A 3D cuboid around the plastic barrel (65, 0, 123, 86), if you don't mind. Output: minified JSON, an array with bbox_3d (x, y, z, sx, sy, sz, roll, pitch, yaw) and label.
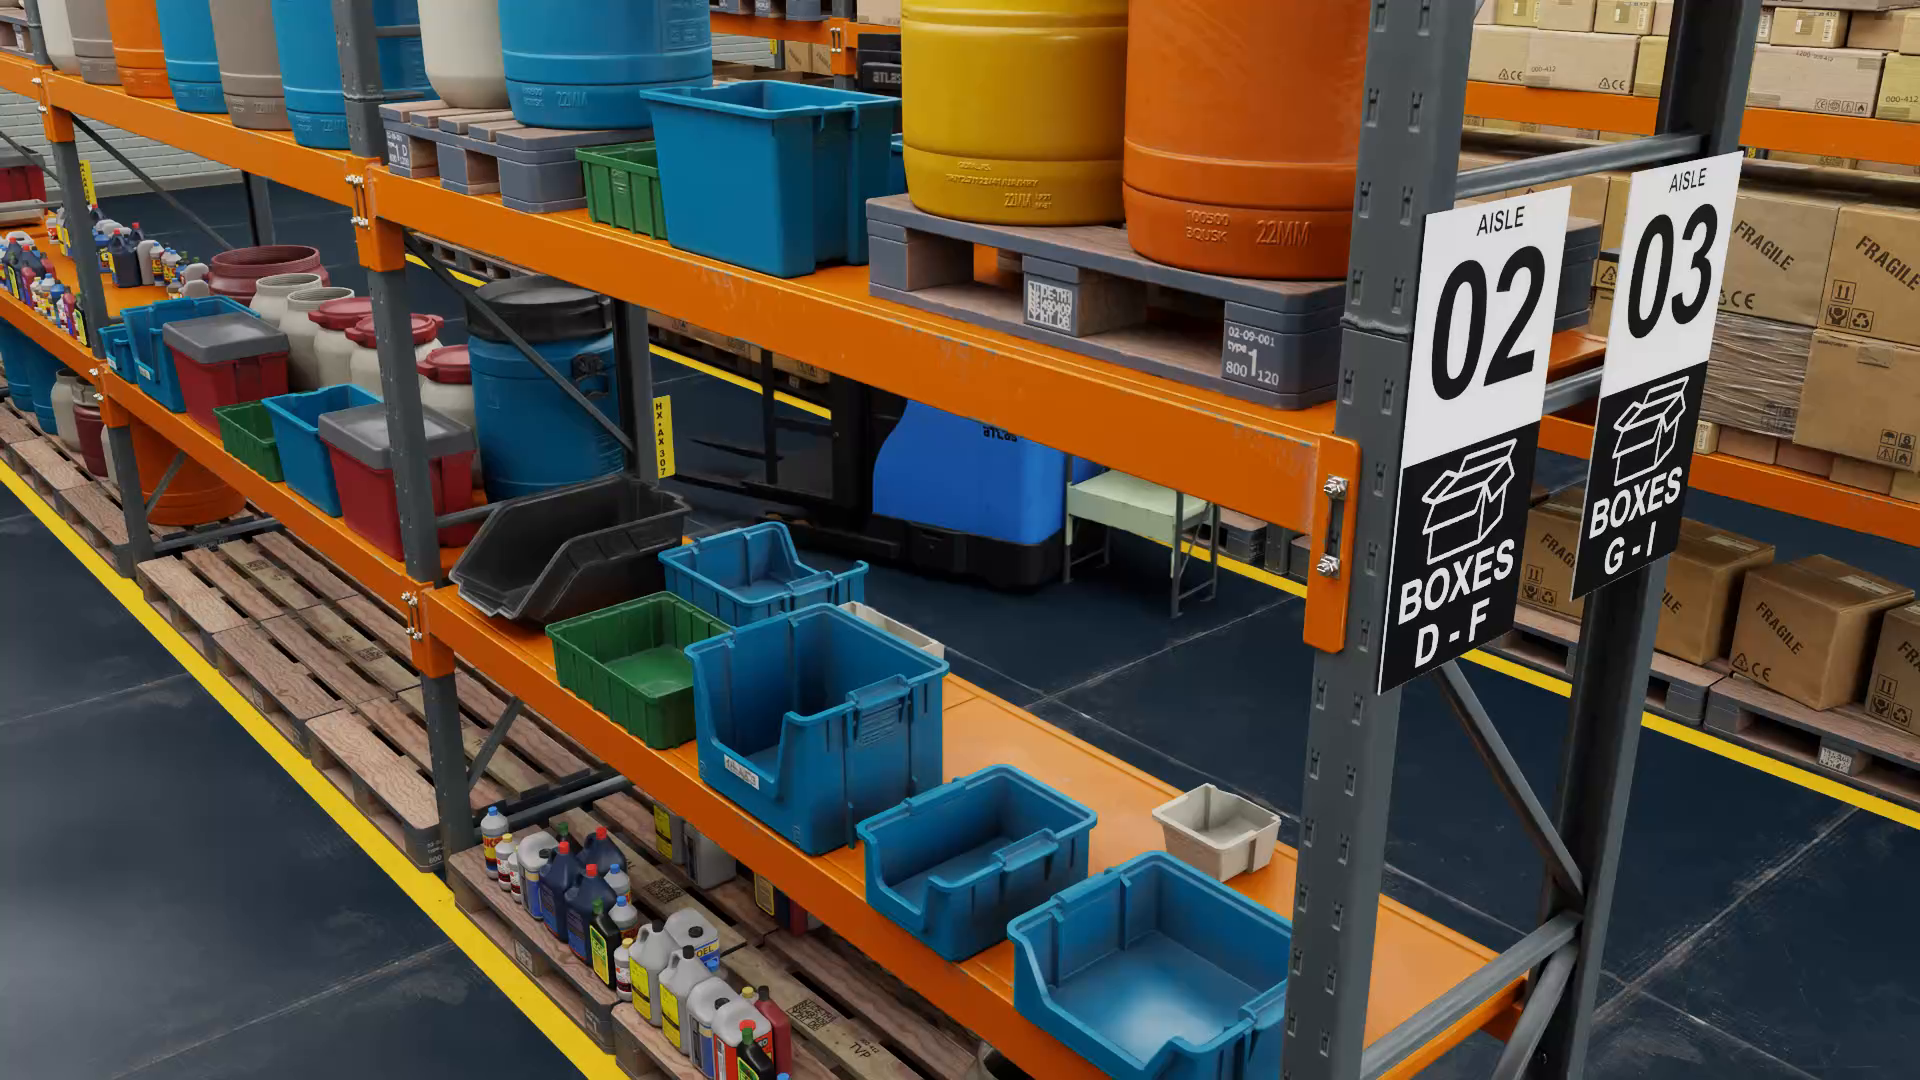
[{"bbox_3d":[-3.834,-2.601,7.711,0.600,0.901,0.600,0,21,0],"label":"plastic barrel"}]

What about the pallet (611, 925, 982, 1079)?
[{"bbox_3d":[-0.388,1.687,5.388,1.003,0.211,1.213,-17,27,-37],"label":"pallet"}]

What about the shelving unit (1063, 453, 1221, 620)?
[{"bbox_3d":[0.994,-0.418,8.994,0.755,1.500,0.431,18,28,38],"label":"shelving unit"}]

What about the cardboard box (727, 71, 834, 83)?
[{"bbox_3d":[-1.342,-3.329,12.857,0.797,0.503,0.637,-17,27,-36],"label":"cardboard box"}]

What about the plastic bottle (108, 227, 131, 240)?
[{"bbox_3d":[-5.508,-1.923,10.951,0.152,0.276,0.135,-17,27,-37],"label":"plastic bottle"}]

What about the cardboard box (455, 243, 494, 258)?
[{"bbox_3d":[-4.603,-3.436,16.980,0.875,0.875,0.875,-17,27,-37],"label":"cardboard box"}]

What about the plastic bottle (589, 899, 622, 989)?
[{"bbox_3d":[-1.183,1.345,5.558,0.061,0.283,0.133,-16,26,-35],"label":"plastic bottle"}]

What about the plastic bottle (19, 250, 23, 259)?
[{"bbox_3d":[-5.701,-1.623,10.176,0.061,0.283,0.133,-17,27,-37],"label":"plastic bottle"}]

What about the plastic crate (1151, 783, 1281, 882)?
[{"bbox_3d":[0.676,0.760,4.292,0.298,0.136,0.250,-17,27,-37],"label":"plastic crate"}]

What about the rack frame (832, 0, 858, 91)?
[{"bbox_3d":[-0.454,-2.428,12.071,1.000,3.000,0.127,-17,27,-37],"label":"rack frame"}]

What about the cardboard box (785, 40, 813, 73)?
[{"bbox_3d":[-1.768,-5.787,20.100,0.500,0.500,0.500,-16,26,-35],"label":"cardboard box"}]

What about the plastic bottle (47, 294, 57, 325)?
[{"bbox_3d":[-5.196,-1.348,9.584,0.097,0.201,0.097,0,21,0],"label":"plastic bottle"}]

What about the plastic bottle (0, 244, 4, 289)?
[{"bbox_3d":[-5.993,-1.717,10.432,0.097,0.271,0.097,0,21,0],"label":"plastic bottle"}]

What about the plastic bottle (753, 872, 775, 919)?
[{"bbox_3d":[-0.681,1.199,5.932,0.061,0.283,0.133,-17,27,-37],"label":"plastic bottle"}]

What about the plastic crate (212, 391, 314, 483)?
[{"bbox_3d":[-2.946,-0.459,7.335,0.450,0.188,0.662,-17,27,-37],"label":"plastic crate"}]

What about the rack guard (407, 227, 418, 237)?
[{"bbox_3d":[-5.691,-3.481,18.187,1.175,0.500,0.348,-17,27,-37],"label":"rack guard"}]

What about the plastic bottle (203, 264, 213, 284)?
[{"bbox_3d":[-4.423,-1.493,9.843,0.061,0.283,0.133,-17,27,-37],"label":"plastic bottle"}]

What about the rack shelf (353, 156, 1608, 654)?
[{"bbox_3d":[-0.289,-0.653,4.412,1.077,0.370,4.000,-17,27,-37],"label":"rack shelf"}]

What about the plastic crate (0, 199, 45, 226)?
[{"bbox_3d":[-7.012,-2.422,12.335,0.396,0.136,0.243,-17,27,-37],"label":"plastic crate"}]

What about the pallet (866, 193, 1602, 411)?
[{"bbox_3d":[0.550,-0.600,3.548,1.003,0.211,1.213,-17,27,-37],"label":"pallet"}]

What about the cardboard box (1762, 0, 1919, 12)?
[{"bbox_3d":[3.565,-2.401,6.657,0.500,0.500,0.500,-17,27,-37],"label":"cardboard box"}]

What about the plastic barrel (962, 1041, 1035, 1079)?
[{"bbox_3d":[0.201,1.622,4.566,0.421,0.512,0.421,0,21,0],"label":"plastic barrel"}]

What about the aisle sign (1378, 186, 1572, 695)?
[{"bbox_3d":[0.838,-0.159,2.712,0.394,0.787,0.004,-17,27,-37],"label":"aisle sign"}]

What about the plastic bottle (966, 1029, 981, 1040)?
[{"bbox_3d":[0.069,1.451,5.303,0.097,0.271,0.097,0,21,0],"label":"plastic bottle"}]

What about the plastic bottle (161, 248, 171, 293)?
[{"bbox_3d":[-4.902,-1.680,10.336,0.097,0.271,0.097,0,21,0],"label":"plastic bottle"}]

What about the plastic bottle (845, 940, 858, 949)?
[{"bbox_3d":[-0.353,1.273,5.758,0.097,0.271,0.097,0,21,0],"label":"plastic bottle"}]

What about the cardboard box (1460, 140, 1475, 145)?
[{"bbox_3d":[2.259,-1.789,8.523,0.500,0.500,0.500,-17,27,-37],"label":"cardboard box"}]

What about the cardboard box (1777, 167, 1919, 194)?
[{"bbox_3d":[3.967,-1.363,7.435,0.500,0.500,0.500,-17,27,-37],"label":"cardboard box"}]

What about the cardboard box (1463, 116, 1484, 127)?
[{"bbox_3d":[4.323,-3.686,13.775,0.700,0.500,0.500,-18,28,-38],"label":"cardboard box"}]

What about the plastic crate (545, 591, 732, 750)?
[{"bbox_3d":[-0.923,0.397,5.149,0.450,0.188,0.662,-17,27,-37],"label":"plastic crate"}]

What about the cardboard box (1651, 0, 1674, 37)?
[{"bbox_3d":[3.210,-2.258,7.183,0.380,0.149,0.250,-17,27,-36],"label":"cardboard box"}]

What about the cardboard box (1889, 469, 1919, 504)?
[{"bbox_3d":[4.061,-0.257,6.871,0.380,0.149,0.250,-17,27,-37],"label":"cardboard box"}]

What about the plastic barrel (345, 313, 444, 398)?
[{"bbox_3d":[-2.532,-0.727,7.540,0.433,0.535,0.433,0,21,0],"label":"plastic barrel"}]

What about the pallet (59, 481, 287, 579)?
[{"bbox_3d":[-4.752,-0.159,10.100,1.003,0.211,1.213,-17,27,-37],"label":"pallet"}]

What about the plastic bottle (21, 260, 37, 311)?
[{"bbox_3d":[-5.539,-1.521,9.914,0.061,0.283,0.133,-17,27,-37],"label":"plastic bottle"}]

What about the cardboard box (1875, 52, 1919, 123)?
[{"bbox_3d":[3.933,-1.755,6.444,0.500,0.250,0.500,-17,27,-37],"label":"cardboard box"}]

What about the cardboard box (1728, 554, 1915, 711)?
[{"bbox_3d":[3.957,0.417,7.659,0.500,0.500,0.500,-10,23,-24],"label":"cardboard box"}]

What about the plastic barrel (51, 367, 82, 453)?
[{"bbox_3d":[-5.712,-0.864,10.913,0.421,0.512,0.421,0,21,0],"label":"plastic barrel"}]

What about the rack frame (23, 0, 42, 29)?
[{"bbox_3d":[-4.206,-4.043,7.967,1.000,3.000,0.127,-17,27,-37],"label":"rack frame"}]

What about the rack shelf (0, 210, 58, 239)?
[{"bbox_3d":[-8.122,-2.572,13.424,1.077,0.370,4.000,-17,27,-37],"label":"rack shelf"}]

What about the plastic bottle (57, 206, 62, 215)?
[{"bbox_3d":[-6.315,-2.265,11.823,0.152,0.276,0.135,-17,27,-37],"label":"plastic bottle"}]

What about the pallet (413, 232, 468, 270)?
[{"bbox_3d":[-5.094,-3.138,17.706,1.003,0.211,1.213,-17,27,-37],"label":"pallet"}]

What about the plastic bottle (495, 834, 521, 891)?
[{"bbox_3d":[-1.653,1.174,6.106,0.097,0.201,0.097,0,21,0],"label":"plastic bottle"}]

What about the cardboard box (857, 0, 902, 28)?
[{"bbox_3d":[-0.340,-3.565,11.065,0.500,0.250,0.500,-17,27,-37],"label":"cardboard box"}]

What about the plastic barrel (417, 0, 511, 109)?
[{"bbox_3d":[-1.463,-1.623,5.172,0.421,0.512,0.421,0,21,0],"label":"plastic barrel"}]

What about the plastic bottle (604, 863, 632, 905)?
[{"bbox_3d":[-1.196,1.254,5.806,0.097,0.271,0.097,0,21,0],"label":"plastic bottle"}]

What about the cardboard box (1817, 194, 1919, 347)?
[{"bbox_3d":[3.891,-1.099,6.760,0.500,0.500,0.500,-17,27,-37],"label":"cardboard box"}]

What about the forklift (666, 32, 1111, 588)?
[{"bbox_3d":[-0.638,-1.475,9.730,3.031,2.935,1.130,12,24,28],"label":"forklift"}]

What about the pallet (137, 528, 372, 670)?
[{"bbox_3d":[-3.730,0.272,8.999,1.003,0.211,1.213,-17,27,-37],"label":"pallet"}]

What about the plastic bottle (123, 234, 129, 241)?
[{"bbox_3d":[-5.370,-1.844,10.756,0.097,0.271,0.097,0,21,0],"label":"plastic bottle"}]

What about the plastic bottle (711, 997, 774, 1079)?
[{"bbox_3d":[-0.659,1.545,5.057,0.152,0.276,0.135,-17,27,-37],"label":"plastic bottle"}]

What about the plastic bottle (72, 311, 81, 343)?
[{"bbox_3d":[-4.855,-1.203,9.215,0.097,0.201,0.097,0,21,0],"label":"plastic bottle"}]
